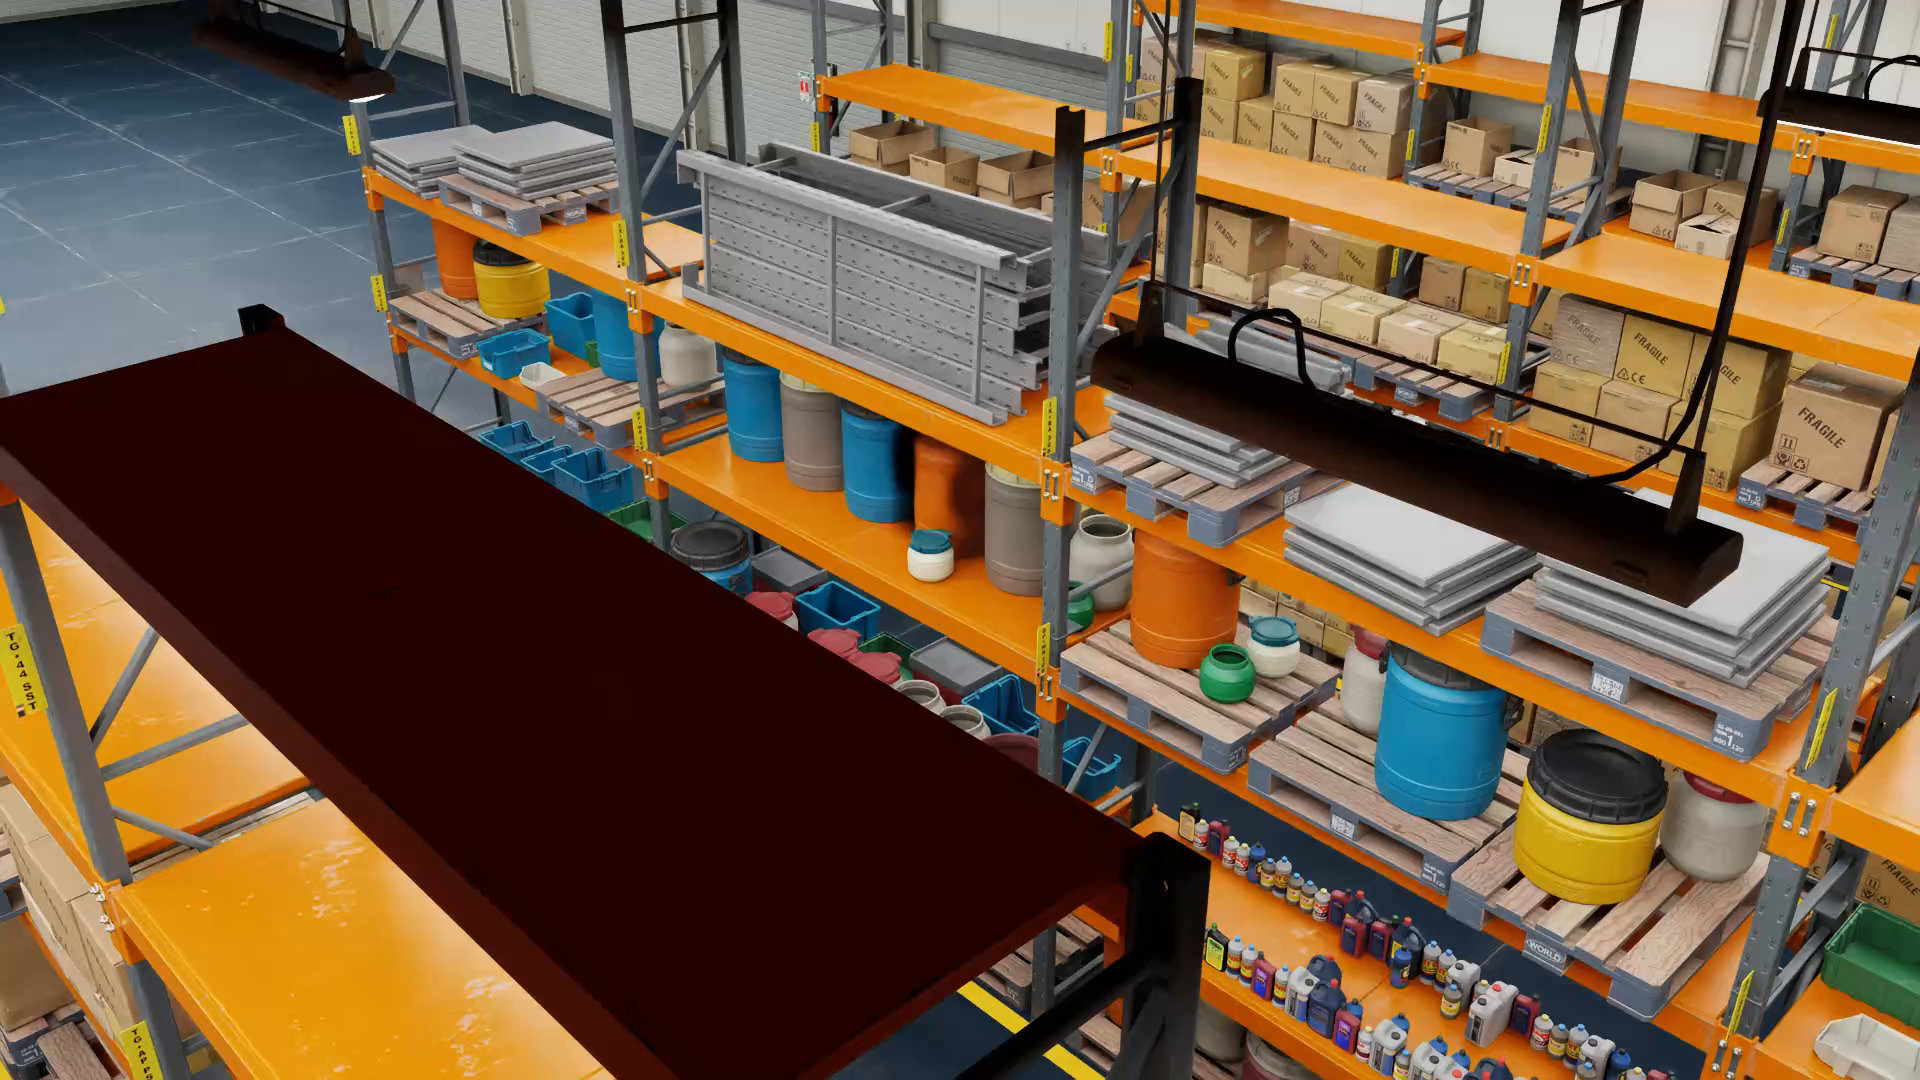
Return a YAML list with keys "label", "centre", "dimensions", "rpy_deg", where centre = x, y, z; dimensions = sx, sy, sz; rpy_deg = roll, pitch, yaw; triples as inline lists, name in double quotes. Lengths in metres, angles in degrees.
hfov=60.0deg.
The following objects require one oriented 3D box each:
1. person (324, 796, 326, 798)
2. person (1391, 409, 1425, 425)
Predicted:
- label: "person"
  centre: [-4.784, 1.573, 11.999]
  dimensions: [0.622, 1.786, 0.497]
  rpy_deg: [21, 35, 34]
- label: "person"
  centre: [4.323, -0.732, 16.474]
  dimensions: [0.420, 1.692, 0.532]
  rpy_deg: [-5, 29, -10]
